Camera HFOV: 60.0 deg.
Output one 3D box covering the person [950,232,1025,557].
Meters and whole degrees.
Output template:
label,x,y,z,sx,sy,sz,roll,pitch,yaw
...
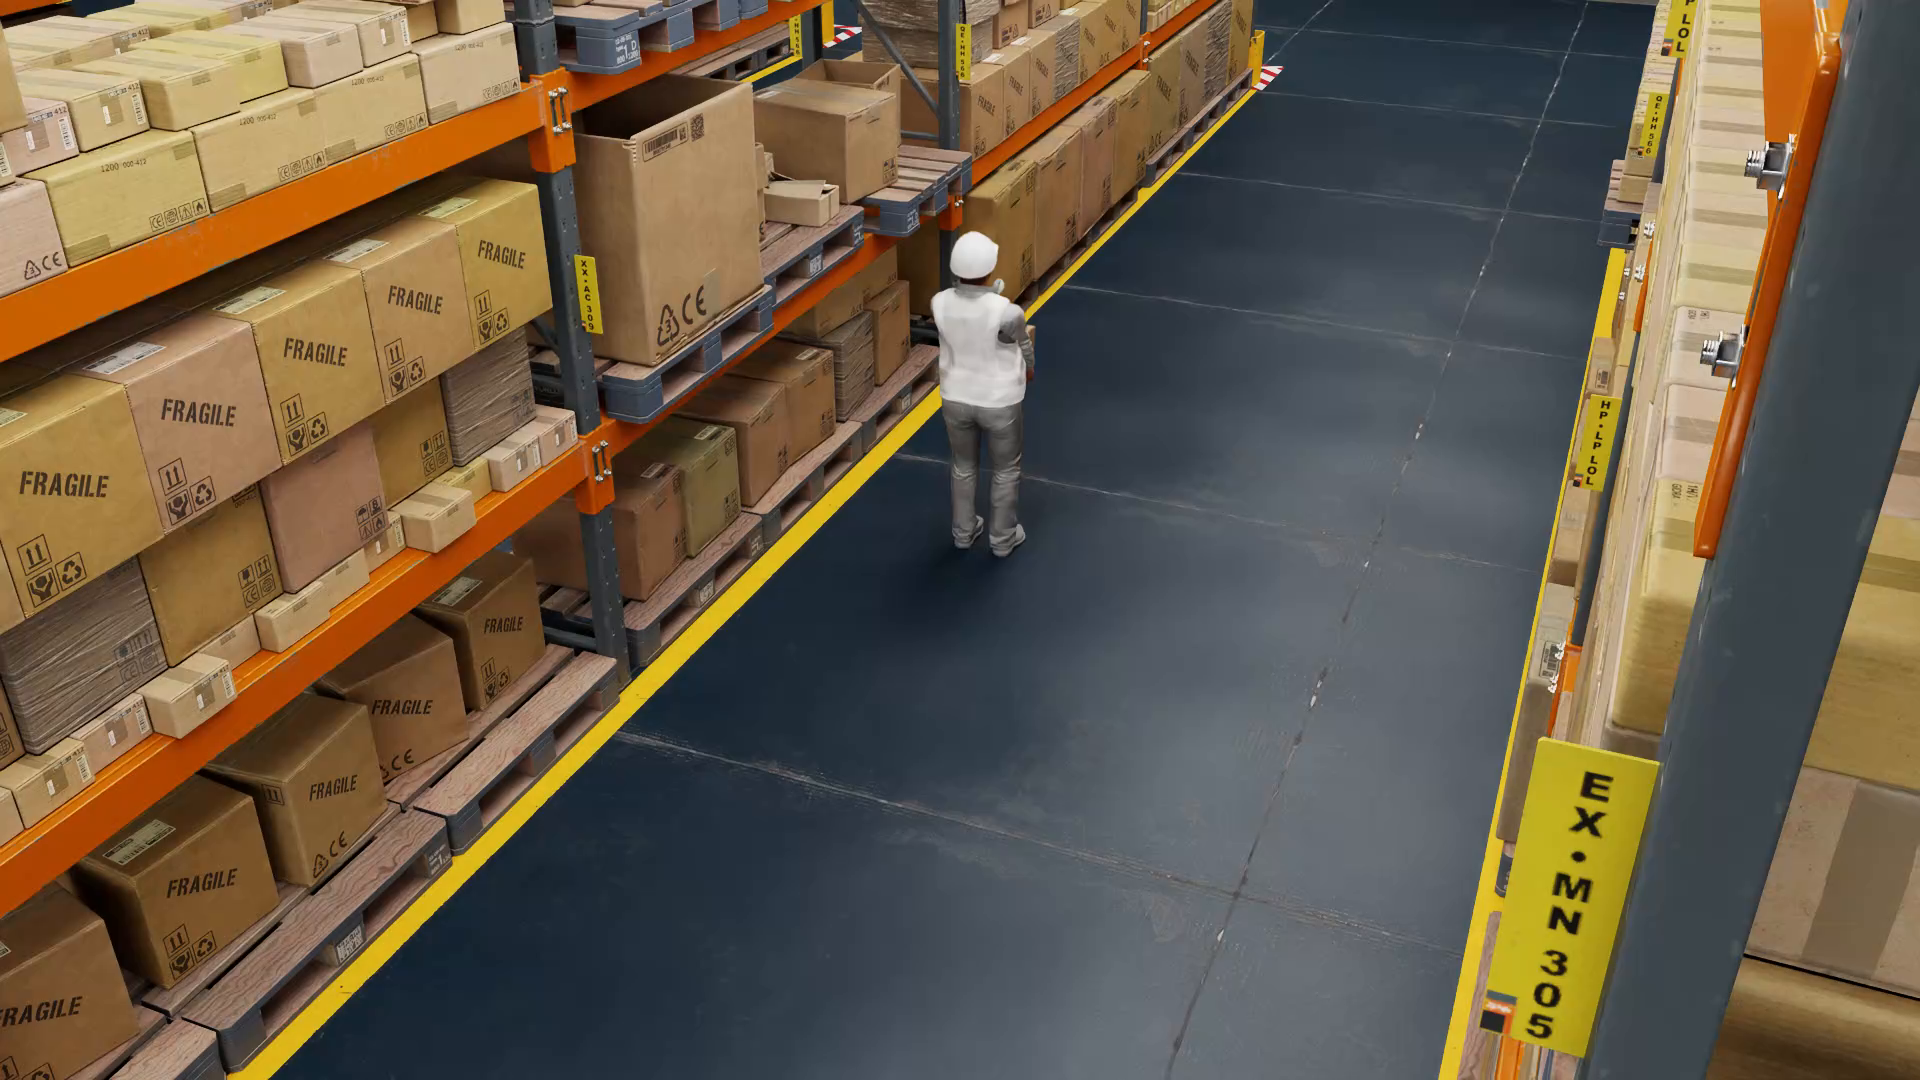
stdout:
label,x,y,z,sx,sy,sz,roll,pitch,yaw
person,-3.073,-3.034,8.371,7.118,5.808,11.419,12,31,20
